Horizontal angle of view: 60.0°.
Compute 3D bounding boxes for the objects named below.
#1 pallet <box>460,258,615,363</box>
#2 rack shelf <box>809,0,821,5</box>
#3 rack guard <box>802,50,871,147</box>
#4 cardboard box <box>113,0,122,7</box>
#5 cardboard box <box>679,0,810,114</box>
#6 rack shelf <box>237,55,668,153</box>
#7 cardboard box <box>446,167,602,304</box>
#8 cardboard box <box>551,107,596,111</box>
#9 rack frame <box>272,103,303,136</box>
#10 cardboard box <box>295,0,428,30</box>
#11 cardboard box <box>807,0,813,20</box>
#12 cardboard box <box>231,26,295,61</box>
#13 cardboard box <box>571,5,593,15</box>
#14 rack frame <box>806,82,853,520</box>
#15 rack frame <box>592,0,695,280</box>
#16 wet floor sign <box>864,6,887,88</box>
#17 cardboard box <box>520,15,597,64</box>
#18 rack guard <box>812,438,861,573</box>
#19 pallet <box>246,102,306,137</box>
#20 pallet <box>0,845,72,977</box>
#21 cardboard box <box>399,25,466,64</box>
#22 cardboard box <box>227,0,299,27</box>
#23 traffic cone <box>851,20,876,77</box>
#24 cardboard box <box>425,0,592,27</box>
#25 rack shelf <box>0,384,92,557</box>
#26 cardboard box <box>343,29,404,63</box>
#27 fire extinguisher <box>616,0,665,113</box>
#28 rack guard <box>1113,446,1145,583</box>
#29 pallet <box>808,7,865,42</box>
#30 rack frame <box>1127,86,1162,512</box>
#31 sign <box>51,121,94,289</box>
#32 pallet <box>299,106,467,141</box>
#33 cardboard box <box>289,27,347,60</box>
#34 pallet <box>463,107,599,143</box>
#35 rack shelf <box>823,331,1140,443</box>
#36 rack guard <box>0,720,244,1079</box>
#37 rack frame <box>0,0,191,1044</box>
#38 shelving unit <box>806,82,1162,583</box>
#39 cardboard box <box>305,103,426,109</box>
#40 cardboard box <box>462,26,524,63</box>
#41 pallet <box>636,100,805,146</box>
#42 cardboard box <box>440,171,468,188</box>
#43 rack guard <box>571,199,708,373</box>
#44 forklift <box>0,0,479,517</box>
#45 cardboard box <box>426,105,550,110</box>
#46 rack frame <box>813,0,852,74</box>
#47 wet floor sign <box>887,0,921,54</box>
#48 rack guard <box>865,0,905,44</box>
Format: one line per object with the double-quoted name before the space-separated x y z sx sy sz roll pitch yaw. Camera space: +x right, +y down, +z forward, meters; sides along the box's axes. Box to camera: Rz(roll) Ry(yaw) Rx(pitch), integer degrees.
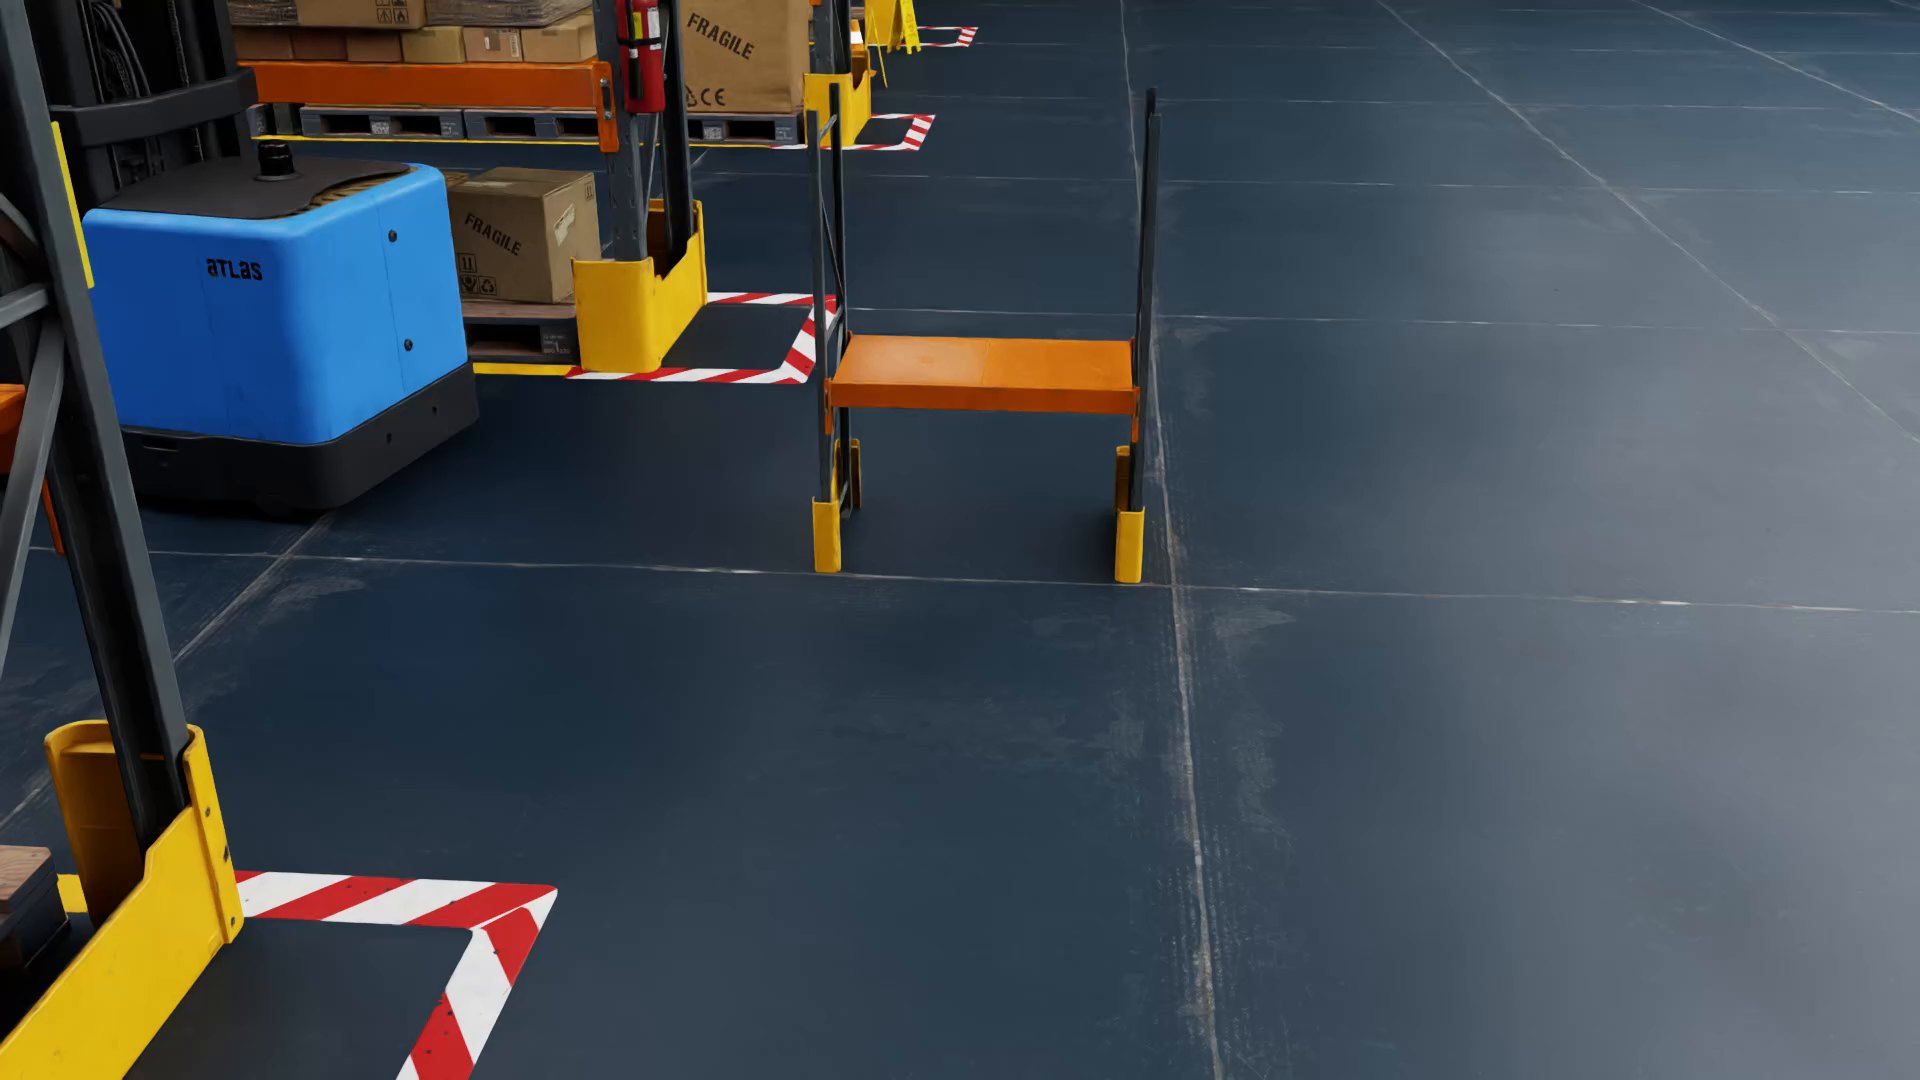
"pallet" -2.285 -1.120 7.932 1.213 0.211 1.003 2 25 4
"rack shelf" -2.916 -4.145 12.030 4.000 0.370 1.077 2 25 4
"rack guard" -0.898 -3.271 12.261 0.348 0.500 1.175 2 25 4
"cardboard box" -3.449 -2.574 7.280 0.500 0.500 0.875 2 25 4
"cardboard box" -1.603 -3.627 12.084 0.875 0.875 0.875 2 25 4
"rack shelf" -3.396 -2.081 7.544 4.000 0.370 1.077 2 25 4
"cardboard box" -2.023 -1.426 7.748 0.500 0.500 0.500 6 25 14
"cardboard box" -2.480 -3.655 12.144 0.875 0.875 0.875 1 25 3
"rack frame" -4.910 -4.536 12.019 0.127 3.000 1.000 2 25 4
"cardboard box" -2.456 -2.519 7.161 0.500 0.500 0.875 2 25 4
"cardboard box" -1.494 -5.330 16.532 0.500 0.250 0.500 2 25 4
"cardboard box" -2.950 -2.186 7.212 0.250 0.149 0.380 2 25 4
"cardboard box" -1.668 -2.338 7.543 0.250 0.149 0.380 2 25 4
"rack frame" -0.422 -0.695 5.466 0.032 1.500 0.500 2 25 4
"rack frame" -1.402 -2.344 7.255 0.127 3.000 1.000 2 25 4
"wet floor sign" -0.741 -4.162 14.024 0.232 0.644 0.267 -2 25 -5
"cardboard box" -1.702 -2.153 7.140 0.250 0.149 0.380 2 25 4
"rack guard" -0.421 -0.127 5.727 0.087 0.250 0.587 2 25 4
"pallet" -5.685 -3.262 12.587 1.213 0.211 1.003 2 25 4
"pallet" -2.670 0.976 3.376 1.213 0.211 1.003 2 25 4
"cardboard box" -2.204 -2.147 7.129 0.250 0.149 0.380 2 25 4
"cardboard box" -2.951 -2.553 7.235 0.500 0.500 0.875 2 25 4
"traffic cone" -0.917 -4.324 14.594 0.334 0.463 0.336 2 25 4
"cardboard box" -1.948 -2.553 7.235 0.500 0.500 0.875 2 25 4
"rack shelf" -3.775 -0.017 3.058 4.000 0.370 1.077 2 25 4
"cardboard box" -2.452 -2.162 7.160 0.250 0.149 0.380 2 25 4
"fire extinguisher" -1.323 -2.113 6.846 0.183 0.674 0.296 2 25 4
"rack guard" 0.573 -0.095 5.658 0.087 0.250 0.587 2 25 4
"pallet" -1.526 -5.250 16.908 1.213 0.211 1.003 2 25 4
"rack frame" 0.592 -0.662 5.395 0.032 1.500 0.500 2 25 4
"sign" -1.735 -0.634 3.209 0.005 0.325 0.100 2 25 4
"pallet" -4.158 -3.212 12.478 1.213 0.211 1.003 2 25 4
"cardboard box" -2.699 -2.187 7.215 0.250 0.149 0.380 2 25 4
"pallet" -2.938 -3.174 12.395 1.213 0.211 1.003 2 25 4
"rack shelf" 0.085 -0.515 5.506 1.000 0.185 0.538 2 25 4
"rack guard" -1.861 0.873 3.254 0.348 0.500 1.175 2 25 4
"rack frame" -1.781 -0.279 2.769 0.127 3.000 1.000 2 25 4
"shelving unit" 0.076 -0.679 5.431 1.083 1.500 0.587 2 25 4
"cardboard box" -4.288 -3.712 12.268 0.875 0.875 0.875 2 25 5
"cardboard box" -1.951 -2.161 7.158 0.250 0.149 0.380 2 25 4
"pallet" -1.725 -3.134 12.308 1.213 0.211 1.003 2 25 4
"cardboard box" -2.622 -1.431 7.759 0.500 0.500 0.500 8 26 18
"rack guard" -1.478 -1.211 7.783 0.348 0.500 1.175 2 25 4
"forklift" -3.495 -1.742 6.030 3.031 2.935 1.130 7 26 14
"cardboard box" -3.389 -3.685 12.209 0.875 0.875 0.875 2 25 4
"rack frame" -0.922 -4.408 11.741 0.127 3.000 1.000 2 25 4
"wet floor sign" -0.536 -4.952 15.741 0.232 0.644 0.267 11 27 22
"rack guard" -0.719 -5.341 16.759 0.348 0.500 1.175 2 25 4
